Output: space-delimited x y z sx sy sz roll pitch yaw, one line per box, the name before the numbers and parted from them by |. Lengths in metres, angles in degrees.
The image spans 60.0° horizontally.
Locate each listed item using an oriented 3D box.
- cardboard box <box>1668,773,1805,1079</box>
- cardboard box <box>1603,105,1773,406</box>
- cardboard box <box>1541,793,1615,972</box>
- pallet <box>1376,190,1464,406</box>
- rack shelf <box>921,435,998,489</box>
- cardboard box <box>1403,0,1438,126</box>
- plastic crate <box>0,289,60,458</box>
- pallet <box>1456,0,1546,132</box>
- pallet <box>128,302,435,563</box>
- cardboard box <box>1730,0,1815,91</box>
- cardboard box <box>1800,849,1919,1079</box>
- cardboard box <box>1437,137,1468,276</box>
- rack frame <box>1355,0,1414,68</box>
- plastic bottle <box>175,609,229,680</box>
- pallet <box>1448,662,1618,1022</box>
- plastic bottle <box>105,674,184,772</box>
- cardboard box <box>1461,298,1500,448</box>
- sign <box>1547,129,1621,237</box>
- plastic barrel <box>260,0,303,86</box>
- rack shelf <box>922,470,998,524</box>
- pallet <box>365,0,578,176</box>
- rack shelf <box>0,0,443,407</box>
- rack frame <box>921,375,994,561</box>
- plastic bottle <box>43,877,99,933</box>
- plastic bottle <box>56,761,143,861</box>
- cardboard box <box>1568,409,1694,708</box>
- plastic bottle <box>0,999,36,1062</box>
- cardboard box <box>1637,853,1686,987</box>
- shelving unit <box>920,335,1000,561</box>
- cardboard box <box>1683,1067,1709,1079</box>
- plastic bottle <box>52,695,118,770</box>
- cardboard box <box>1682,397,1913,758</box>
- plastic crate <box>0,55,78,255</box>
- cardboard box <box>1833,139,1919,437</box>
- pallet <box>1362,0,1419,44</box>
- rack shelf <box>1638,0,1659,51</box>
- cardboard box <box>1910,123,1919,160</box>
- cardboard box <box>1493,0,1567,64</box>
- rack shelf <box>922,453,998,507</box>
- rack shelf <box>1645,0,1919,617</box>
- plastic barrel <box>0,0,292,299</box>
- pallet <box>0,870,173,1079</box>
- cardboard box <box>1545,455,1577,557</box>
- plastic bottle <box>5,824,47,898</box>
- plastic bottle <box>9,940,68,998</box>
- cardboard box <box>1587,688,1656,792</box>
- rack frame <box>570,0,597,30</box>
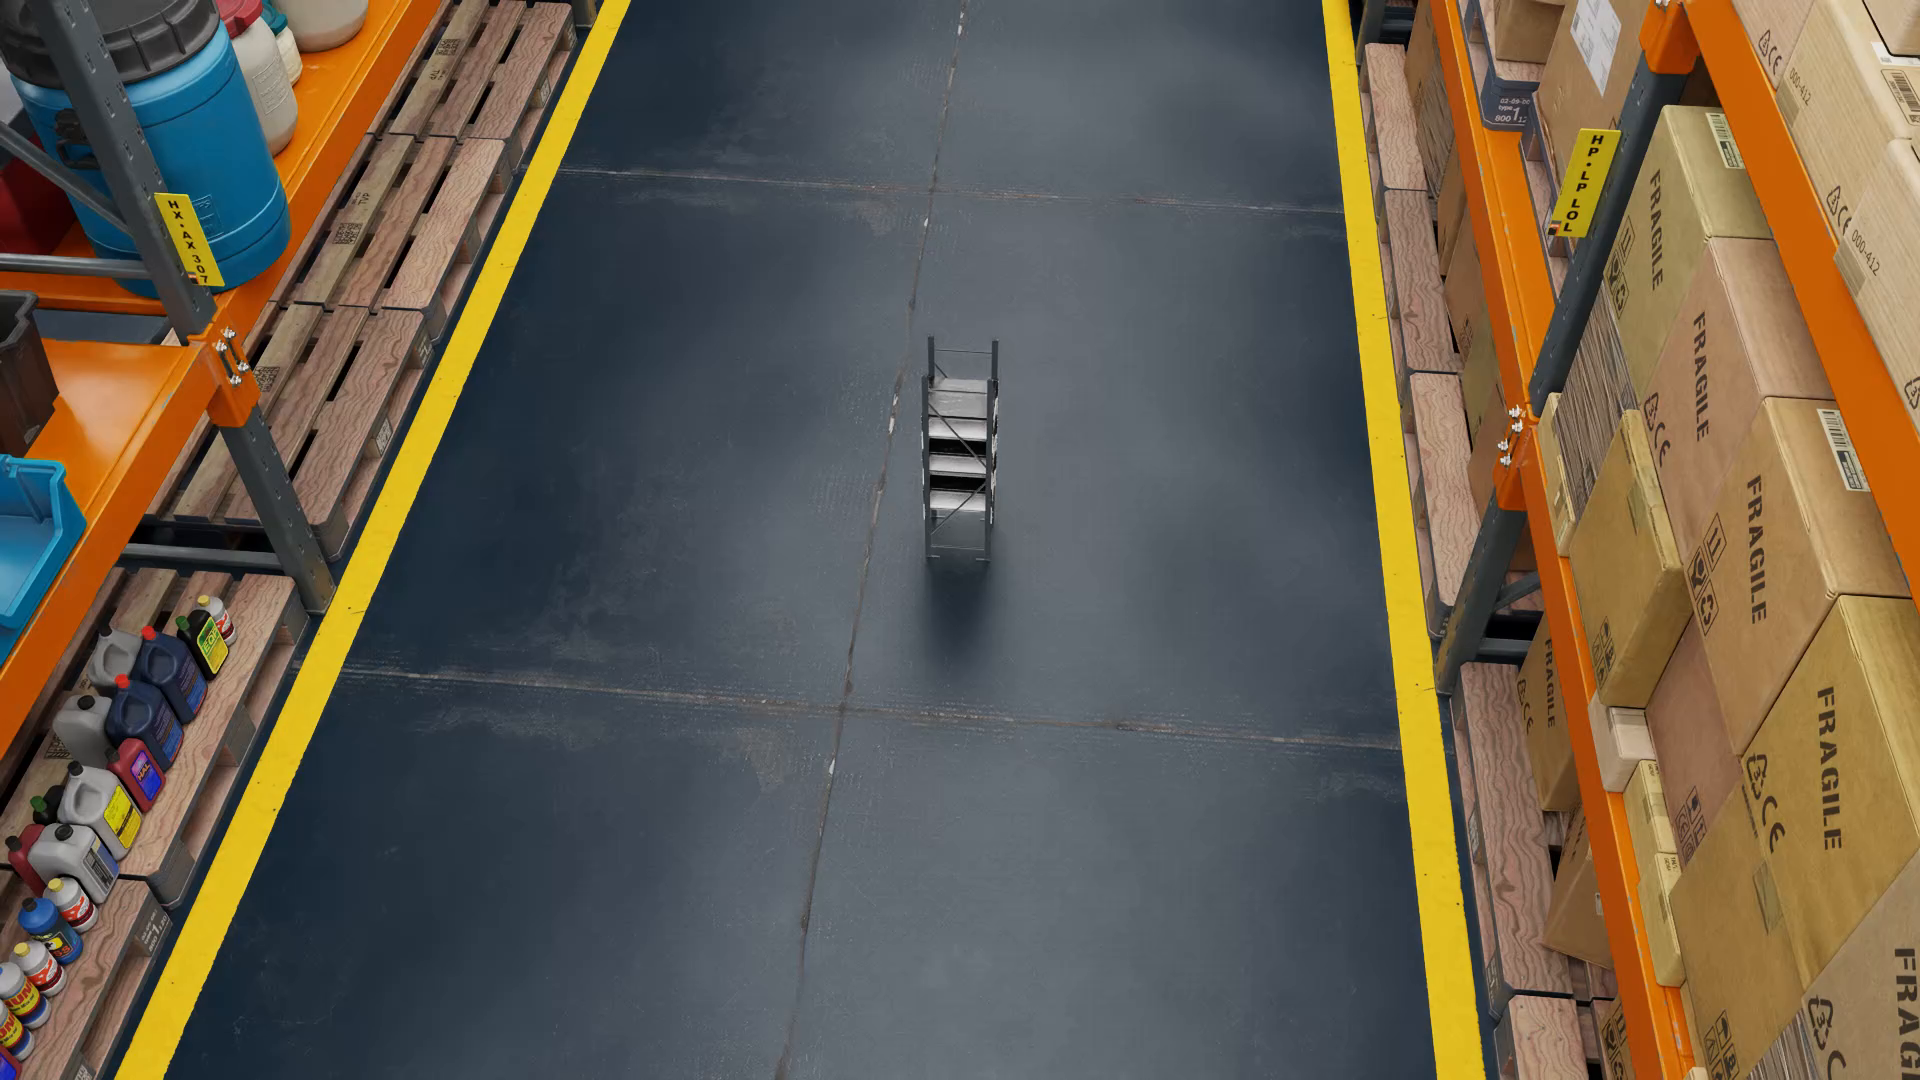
cardboard box | 1.936 0.809 3.208 0.875 0.500 0.500 4 48 4
cardboard box | 1.857 -0.645 3.860 0.500 0.500 0.500 4 48 4
cardboard box | 2.031 0.928 4.778 0.500 0.500 0.500 18 50 16
pallet | 2.330 -1.017 7.037 1.003 0.211 1.213 4 48 4
rack shelf | 0.001 -0.287 5.948 0.258 0.077 0.200 4 48 4
cardboard box | 2.475 -2.237 7.659 0.700 0.500 0.500 2 48 1
plastic crate | -2.955 -0.423 4.646 0.767 0.338 0.504 4 48 4
pallet | 2.377 -1.904 6.089 1.003 0.211 1.213 4 48 4
pallet | -2.748 -0.458 6.526 1.003 0.211 1.213 4 48 4
cardboard box | 1.856 -1.135 3.324 0.500 0.250 0.500 2 48 2
cardboard box | 1.679 0.825 2.516 0.500 0.500 0.500 4 48 4
cardboard box | 2.392 -1.412 6.904 0.700 0.500 0.500 7 48 7
rack frame | 2.516 -3.426 7.351 1.000 3.000 0.127 4 48 4
plastic bottle | -2.496 0.324 5.463 0.061 0.283 0.133 6 48 5
pallet | 2.126 0.950 5.238 1.003 0.211 1.213 4 48 4
plastic bottle | -2.570 0.559 5.203 0.144 0.351 0.185 2 48 2
cardboard box | 2.291 -0.591 6.153 0.700 0.500 0.500 4 48 3
sign | 1.599 -0.912 4.267 0.100 0.325 0.005 4 48 4
plastic barrel | -2.507 -1.735 5.898 0.301 0.262 0.301 0 48 0
rack shelf | 0.001 -0.166 6.081 0.258 0.077 0.200 4 48 4
pallet | -2.525 -2.251 8.166 1.003 0.211 1.213 4 48 4
rack shelf | -2.598 -2.047 6.577 1.077 0.370 4.000 4 48 4
rack frame | -0.009 -0.235 5.855 0.240 0.900 0.006 4 48 4
plastic bottle | -2.602 1.055 4.851 0.097 0.201 0.097 0 48 0
plastic bottle | -2.599 0.797 4.986 0.144 0.351 0.185 4 48 3
cardboard box | 1.968 0.071 3.883 0.875 0.500 0.500 4 48 4
plastic bottle | -2.638 1.329 4.553 0.097 0.271 0.097 0 48 0
cardboard box | 1.709 0.839 3.620 0.380 0.149 0.250 4 48 4
shelving unit | 0.001 -0.310 5.923 0.258 0.900 0.210 4 48 4
cardboard box | 1.640 1.205 3.286 0.380 0.149 0.250 4 48 4
plastic bottle | -2.720 0.593 5.222 0.152 0.276 0.135 4 48 4
cardboard box | 1.767 0.090 3.188 0.500 0.500 0.500 4 48 4
plastic crate | -3.041 -1.218 5.288 0.402 0.464 0.583 4 48 4
cardboard box | 1.756 -0.382 2.635 0.500 0.250 0.500 2 48 2
pallet | 2.663 -3.059 8.905 1.003 0.211 1.213 4 48 4
rack shelf | 2.334 -2.726 5.165 1.077 0.370 4.000 4 48 4
cardboard box | 1.722 -0.594 2.559 0.380 0.149 0.250 3 48 3
cardboard box | 2.218 -1.943 5.640 0.797 0.503 0.637 8 48 8
rack shelf | 0.001 -0.226 6.014 0.258 0.077 0.200 4 48 4
rack shelf | 1.969 0.213 2.477 1.077 0.370 4.000 4 48 4
plastic barrel | -2.444 -1.253 5.023 0.600 0.901 0.708 4 48 4
pallet | -2.992 1.511 4.725 1.003 0.211 1.213 4 48 4
cardboard box | 1.797 -0.081 4.462 0.380 0.149 0.250 4 48 4
plastic bottle | -2.724 0.932 4.908 0.061 0.283 0.133 4 48 4
plastic bottle | -2.620 1.206 4.713 0.097 0.201 0.097 0 48 0
cardboard box | 1.724 0.469 3.958 0.380 0.149 0.250 4 48 4
rack frame | -2.416 -3.759 7.655 1.000 3.000 0.127 4 48 4
